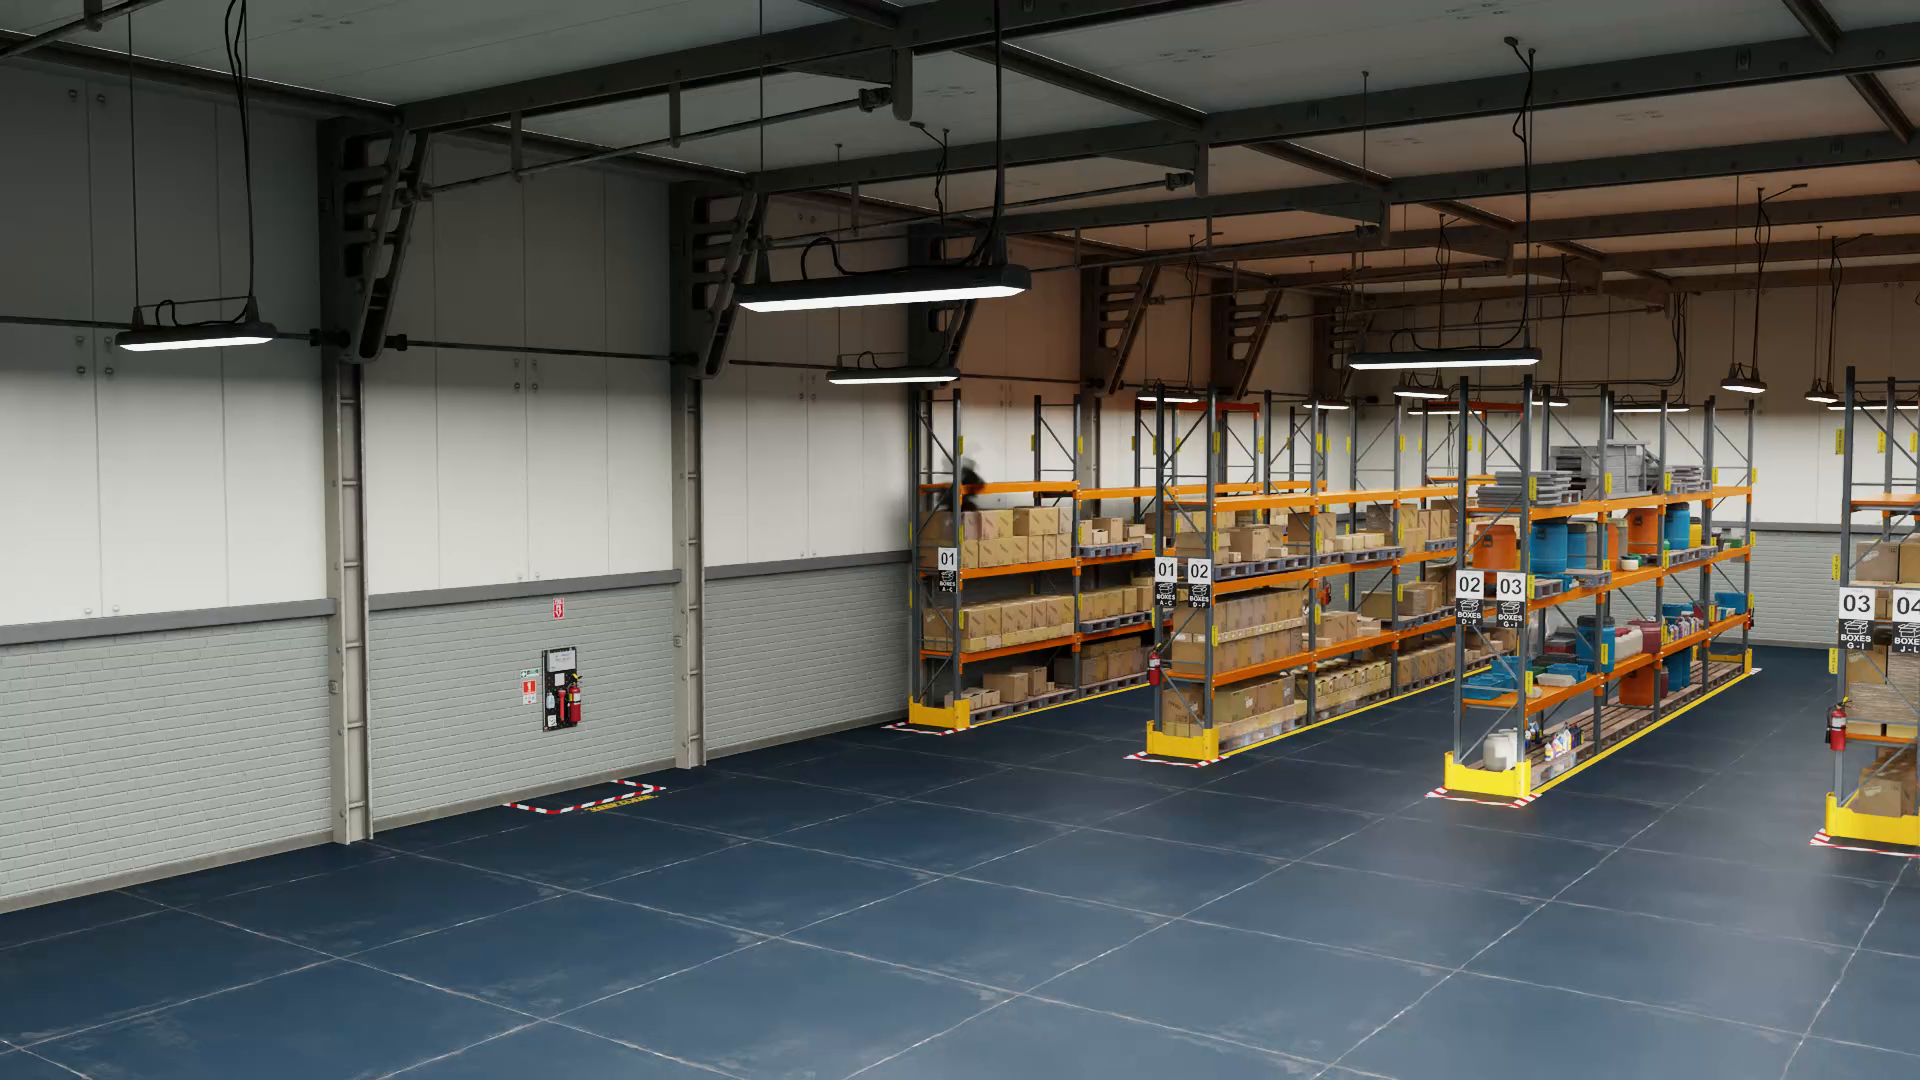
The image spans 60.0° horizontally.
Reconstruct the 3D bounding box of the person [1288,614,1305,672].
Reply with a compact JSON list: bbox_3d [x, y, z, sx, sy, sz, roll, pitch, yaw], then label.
[{"bbox_3d":[7.296,2.097,36.442,0.578,1.684,0.782,1,4,23],"label":"person"}]

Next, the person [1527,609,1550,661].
[{"bbox_3d":[12.245,2.220,35.335,0.535,1.559,0.545,2,4,28],"label":"person"}]
